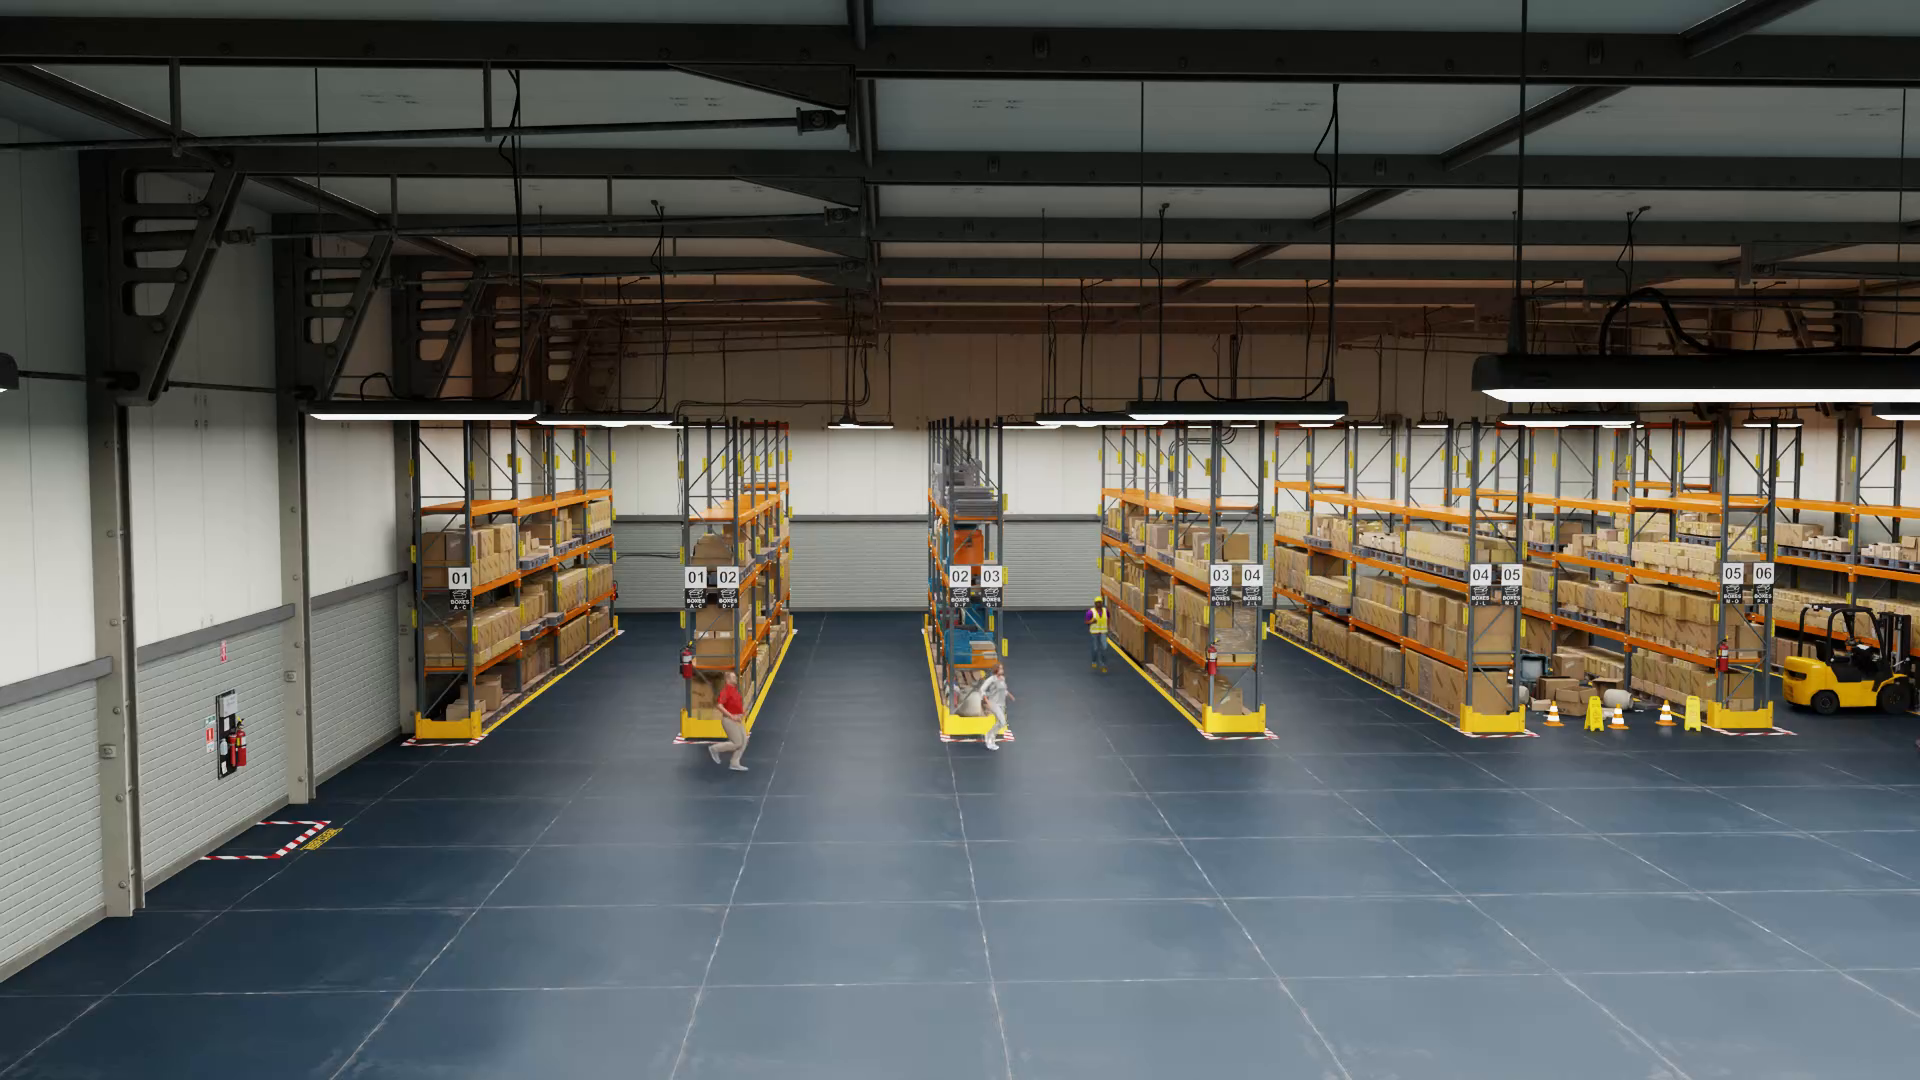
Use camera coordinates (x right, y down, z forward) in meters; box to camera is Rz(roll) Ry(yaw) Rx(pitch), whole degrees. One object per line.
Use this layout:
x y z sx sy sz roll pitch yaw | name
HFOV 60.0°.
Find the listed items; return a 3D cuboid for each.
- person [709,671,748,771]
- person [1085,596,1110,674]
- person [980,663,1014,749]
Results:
-3.897 3.057 28.080 0.644 1.686 0.665 1 4 9 | person
3.298 2.251 39.586 0.677 1.823 0.738 0 4 -7 | person
0.691 2.987 29.867 0.565 1.568 0.543 2 4 33 | person
